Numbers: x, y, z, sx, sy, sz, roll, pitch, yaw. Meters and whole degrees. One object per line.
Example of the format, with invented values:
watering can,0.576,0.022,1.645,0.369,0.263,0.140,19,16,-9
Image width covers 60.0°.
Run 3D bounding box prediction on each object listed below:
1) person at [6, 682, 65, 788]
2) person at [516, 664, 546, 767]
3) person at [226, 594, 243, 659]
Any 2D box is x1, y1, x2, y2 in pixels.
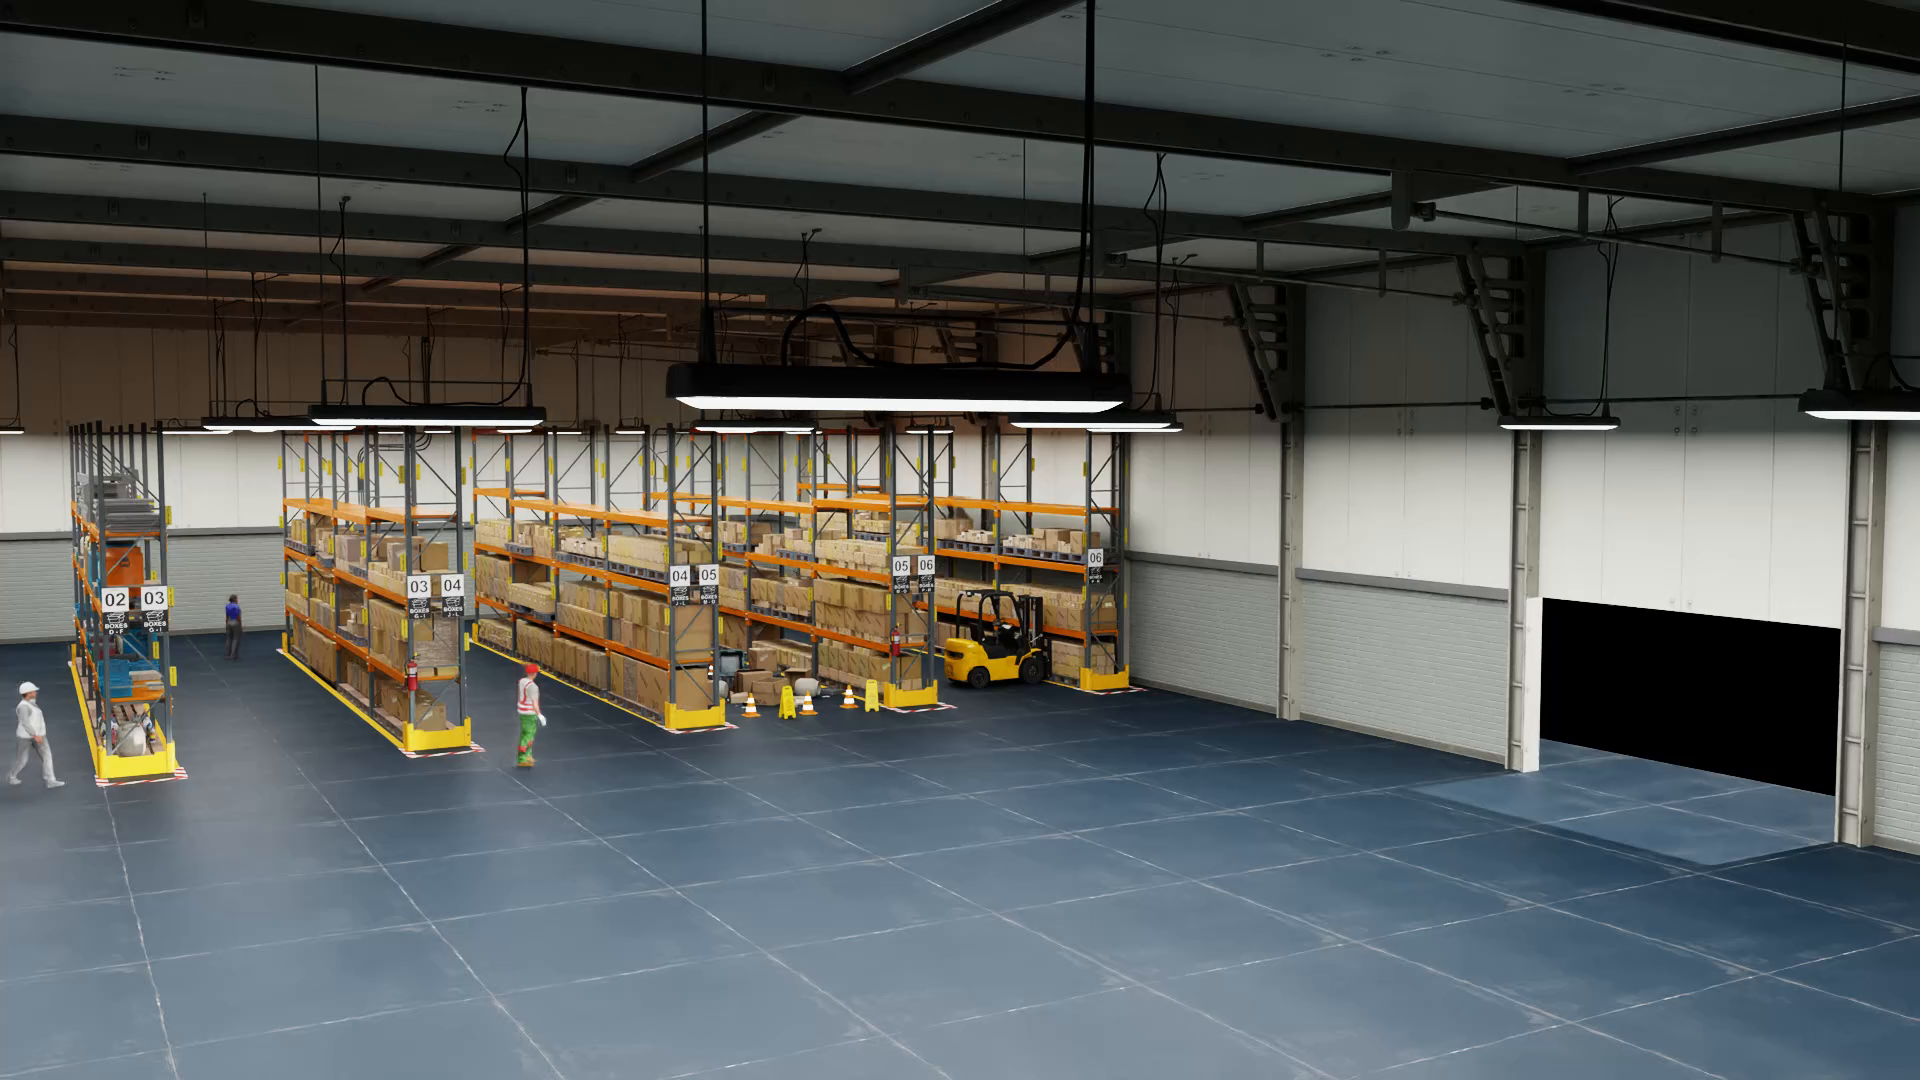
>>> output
person,-15.121,3.188,27.086,1.006,1.737,0.488,1,4,22
person,-7.532,3.052,29.080,0.492,1.809,0.706,-2,4,-24
person,-18.792,2.248,43.007,0.541,1.701,0.344,2,4,26
